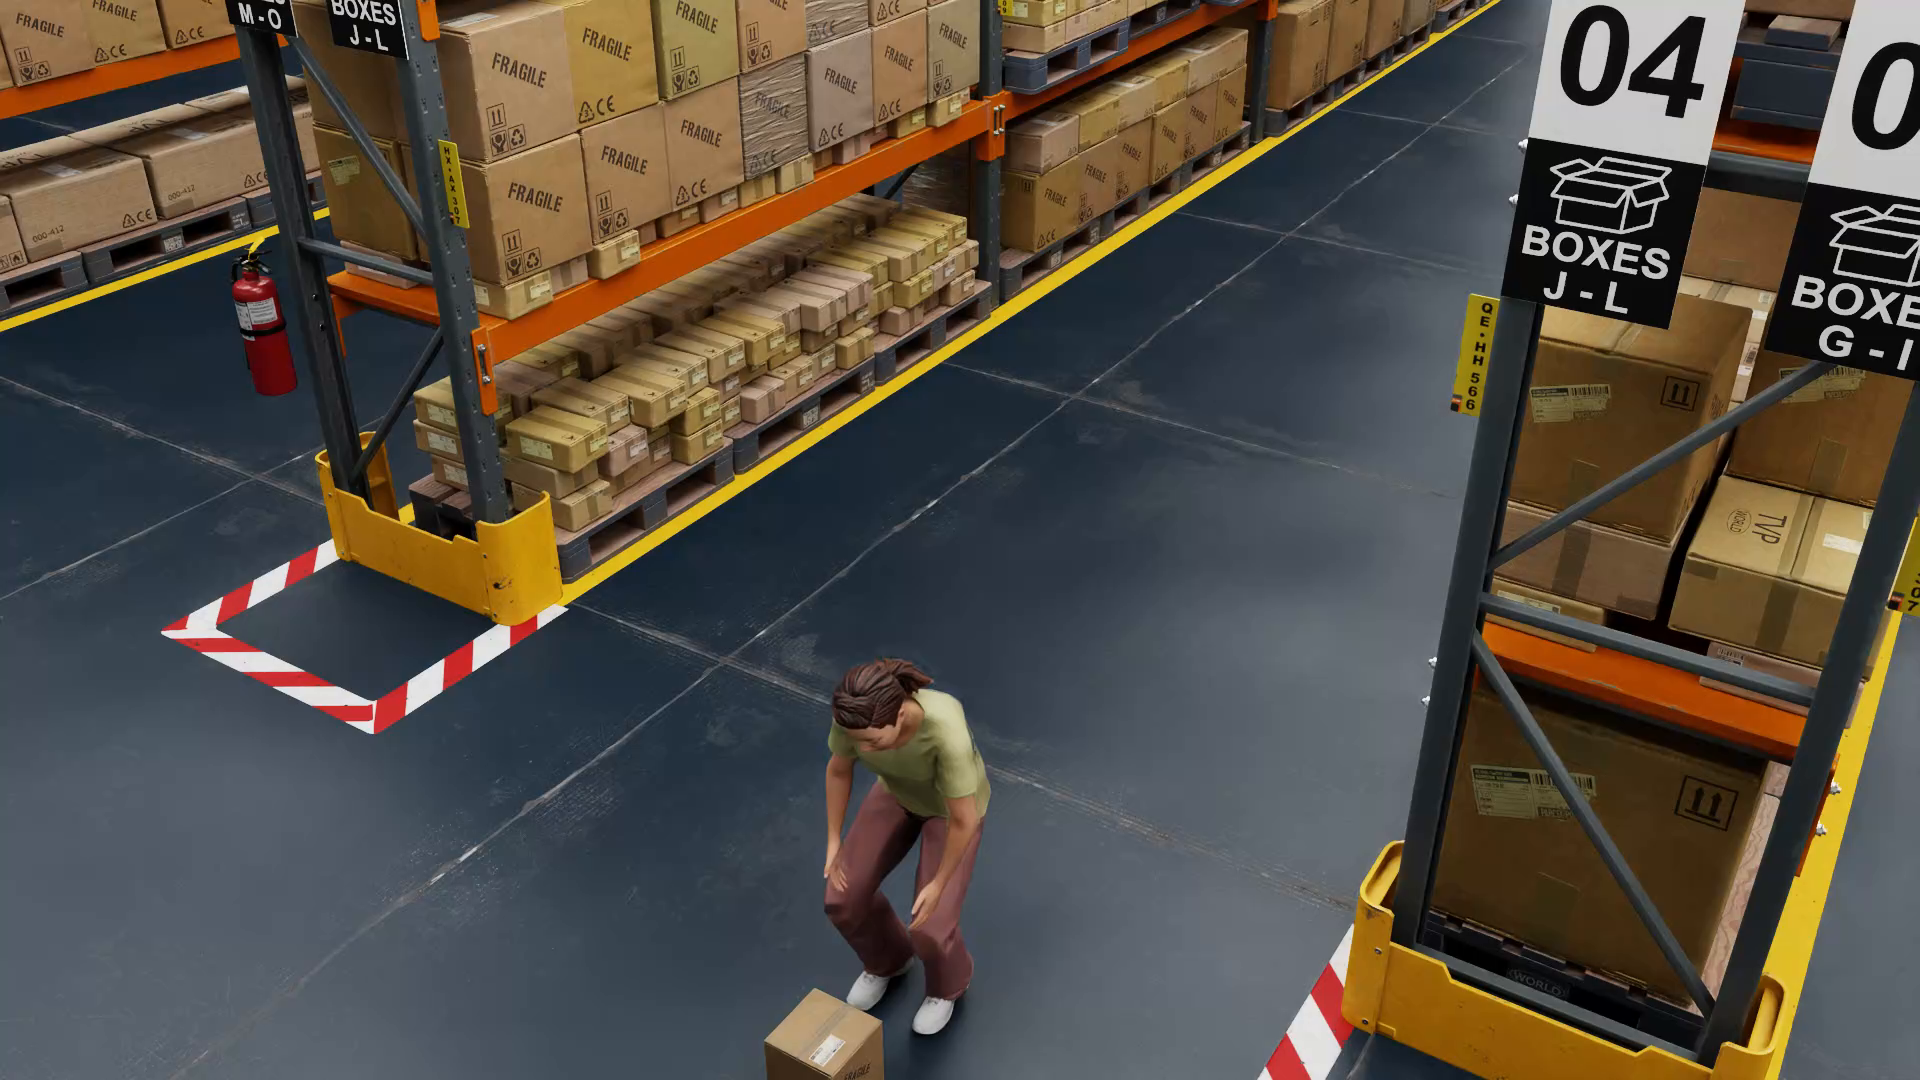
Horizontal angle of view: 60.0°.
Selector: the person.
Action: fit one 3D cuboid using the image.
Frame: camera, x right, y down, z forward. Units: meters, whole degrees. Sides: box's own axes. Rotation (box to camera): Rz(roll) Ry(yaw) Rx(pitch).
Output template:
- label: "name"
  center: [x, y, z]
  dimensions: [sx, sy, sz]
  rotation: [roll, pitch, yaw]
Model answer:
- label: "person"
  center: [-0.142, 0.868, 4.924]
  dimensions: [0.508, 1.418, 0.615]
  rotation: [18, 35, 28]
